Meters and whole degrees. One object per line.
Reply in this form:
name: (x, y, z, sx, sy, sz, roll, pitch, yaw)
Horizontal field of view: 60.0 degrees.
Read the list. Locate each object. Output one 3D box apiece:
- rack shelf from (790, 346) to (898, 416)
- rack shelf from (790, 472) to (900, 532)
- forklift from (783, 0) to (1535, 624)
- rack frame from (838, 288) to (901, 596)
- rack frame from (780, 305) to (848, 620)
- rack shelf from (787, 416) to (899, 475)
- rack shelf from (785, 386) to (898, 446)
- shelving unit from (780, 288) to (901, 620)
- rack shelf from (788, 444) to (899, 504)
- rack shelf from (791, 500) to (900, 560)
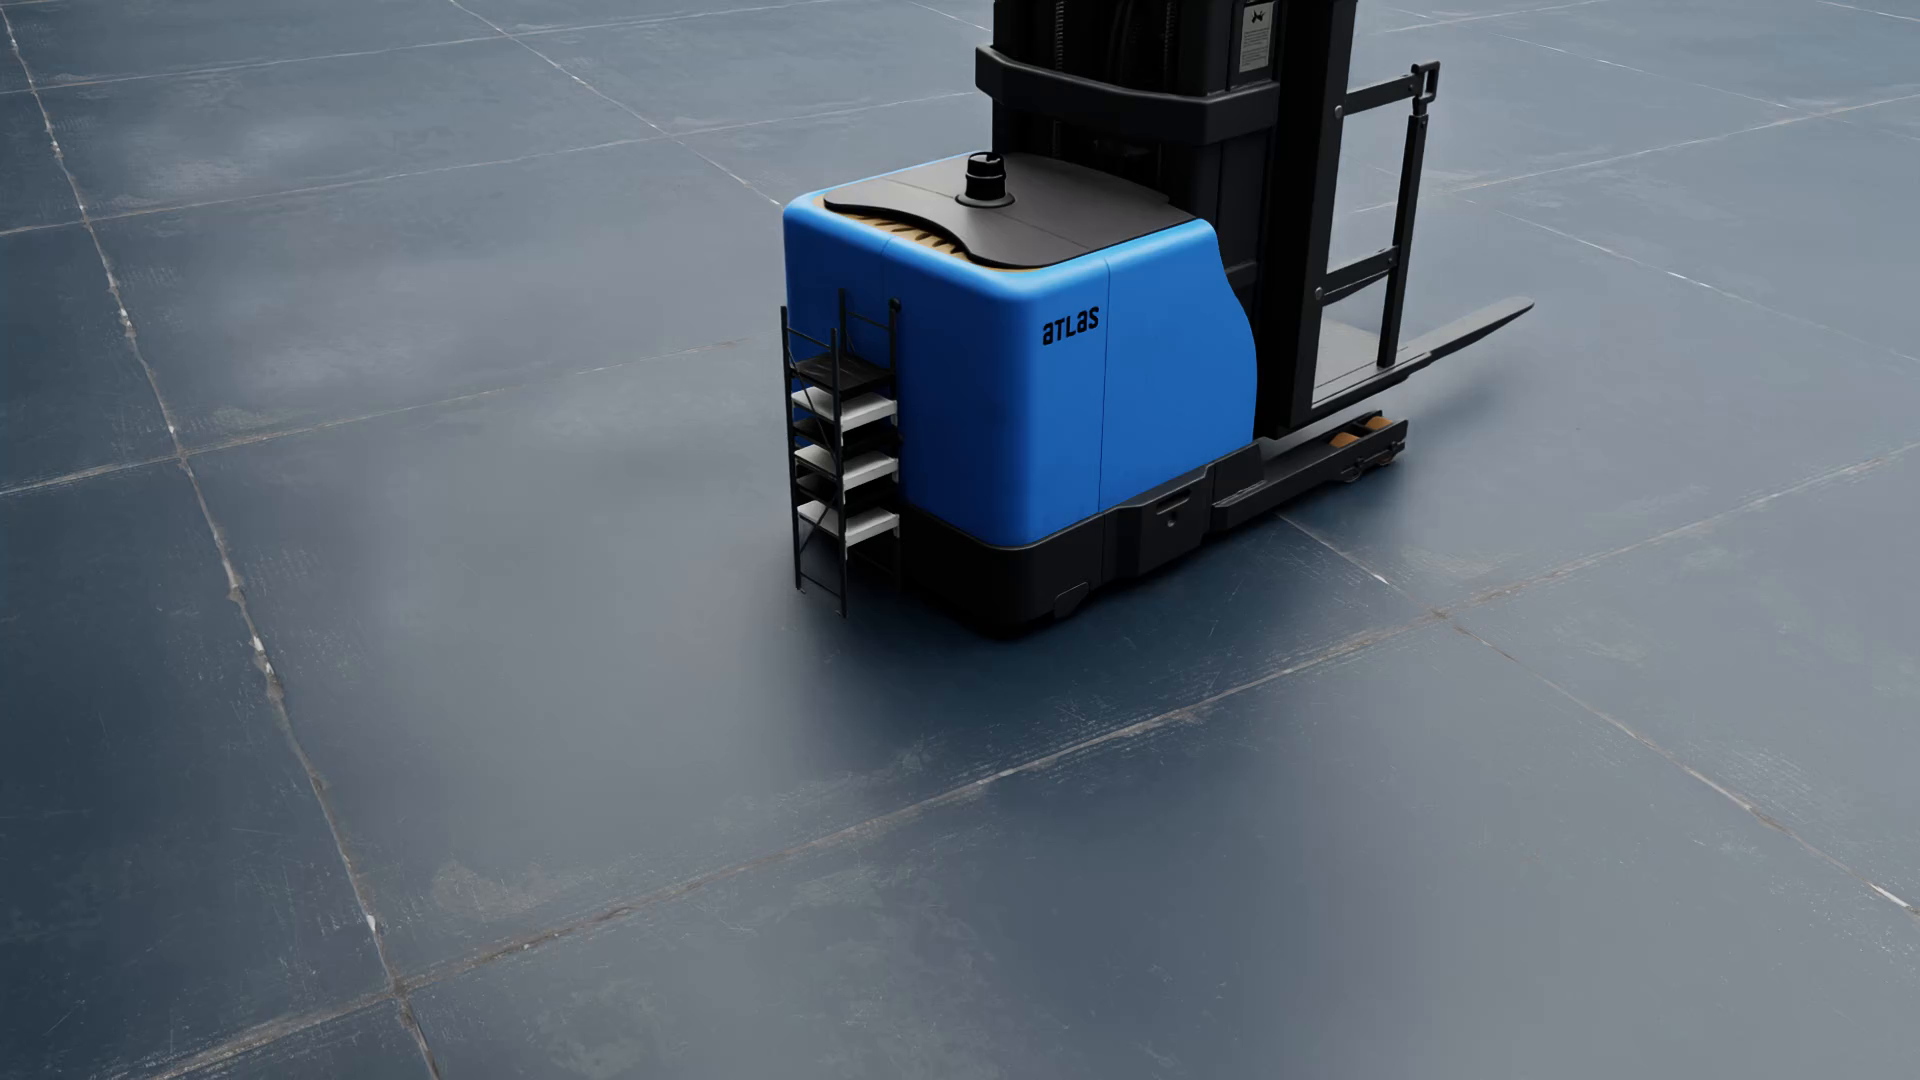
rack shelf: (-0.334, -0.446, 4.638, 0.200, 0.077, 0.258, -24, 37, -36)
rack shelf: (-0.334, -0.131, 4.812, 0.200, 0.077, 0.258, -24, 37, -36)
forklift: (0.896, -1.643, 5.193, 3.031, 2.935, 1.130, -24, 37, -36)
rack frame: (-0.258, -0.272, 4.812, 0.006, 0.900, 0.240, -24, 37, -36)
rack frame: (-0.409, -0.206, 4.692, 0.006, 0.900, 0.240, -24, 37, -36)
rack shelf: (-0.334, -0.289, 4.725, 0.200, 0.077, 0.258, -24, 37, -36)
rack shelf: (-0.334, -0.368, 4.681, 0.200, 0.077, 0.258, -24, 37, -36)
shelving unit: (-0.334, -0.239, 4.752, 0.210, 0.900, 0.258, -24, 37, -36)
rack shelf: (-0.334, -0.210, 4.768, 0.200, 0.077, 0.258, -24, 37, -36)
rack shelf: (-0.334, -0.052, 4.855, 0.200, 0.077, 0.258, -24, 37, -36)
